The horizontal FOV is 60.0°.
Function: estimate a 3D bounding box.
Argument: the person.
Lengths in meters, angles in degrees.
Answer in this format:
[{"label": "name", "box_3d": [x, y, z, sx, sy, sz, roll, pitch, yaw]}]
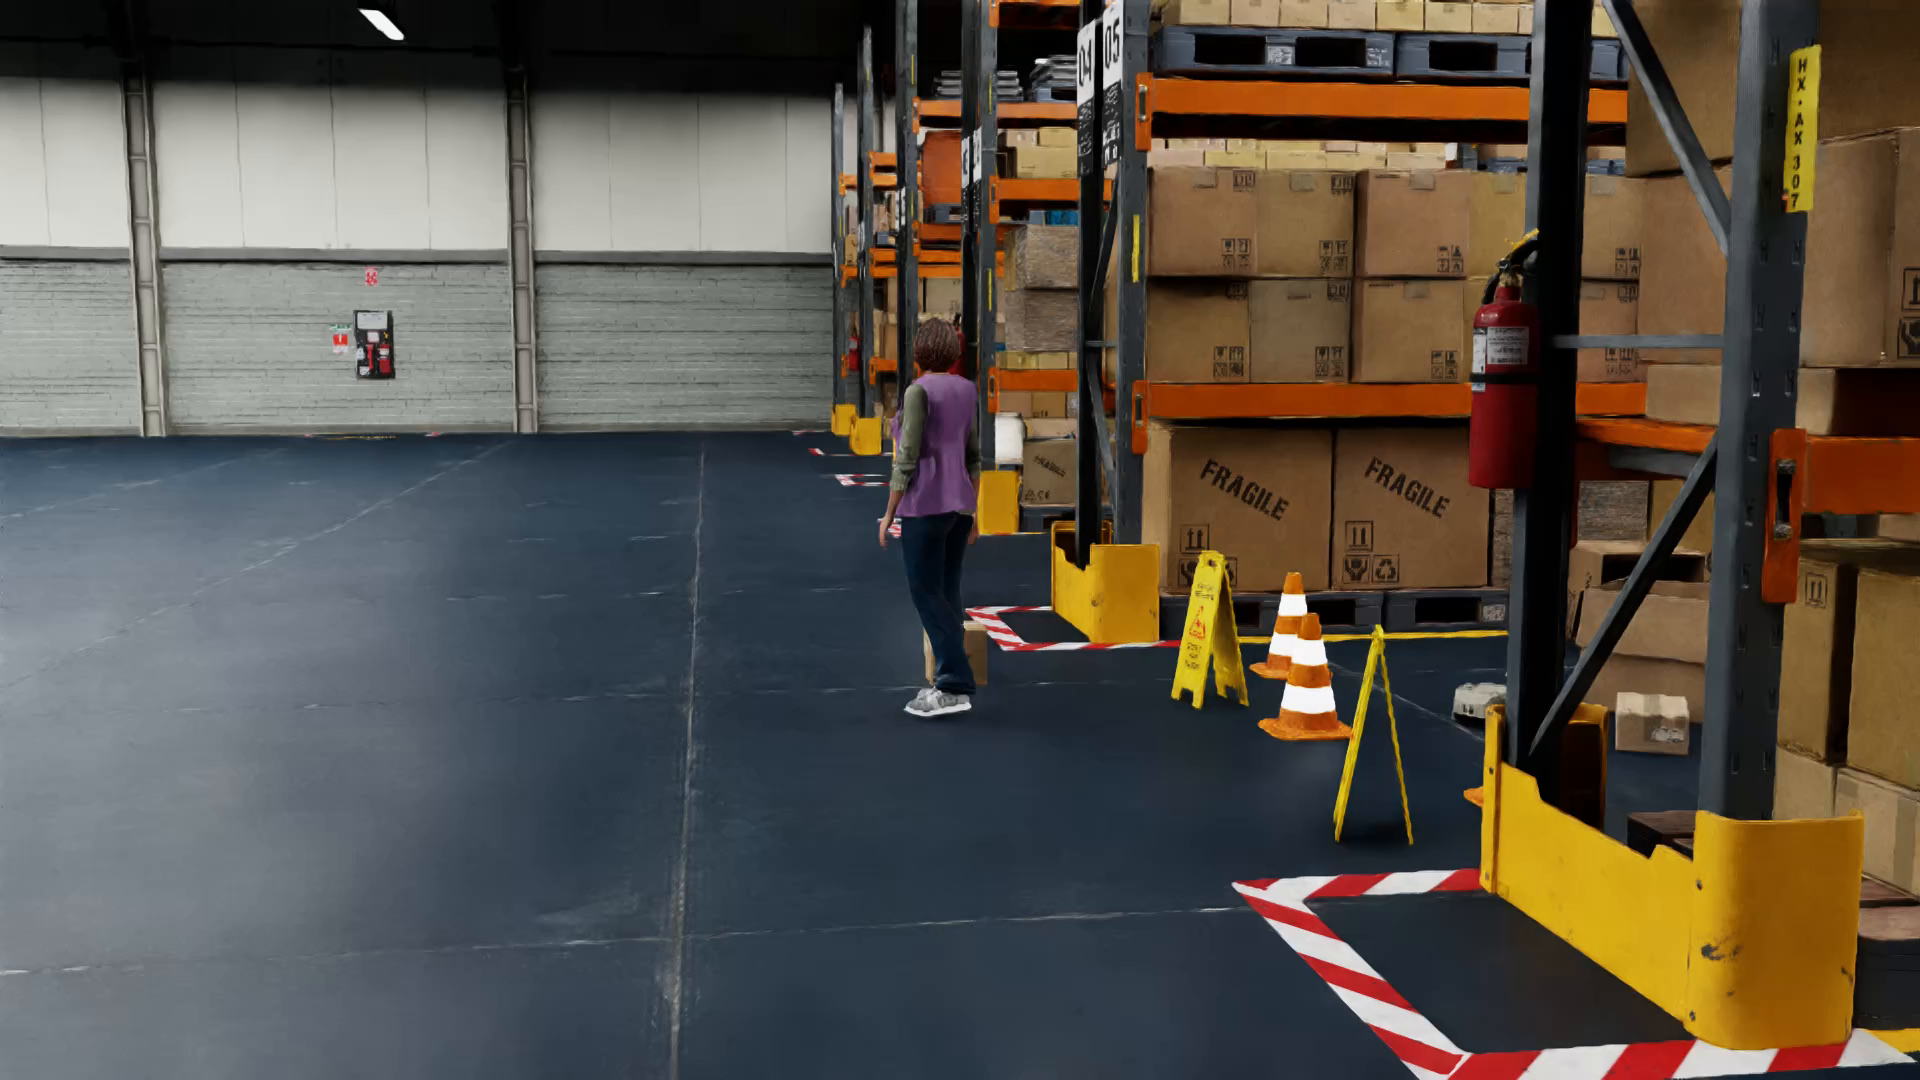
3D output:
[{"label": "person", "box_3d": [-0.093, -0.094, 6.698, 0.354, 1.601, 0.442, 5, 9, 39]}]
